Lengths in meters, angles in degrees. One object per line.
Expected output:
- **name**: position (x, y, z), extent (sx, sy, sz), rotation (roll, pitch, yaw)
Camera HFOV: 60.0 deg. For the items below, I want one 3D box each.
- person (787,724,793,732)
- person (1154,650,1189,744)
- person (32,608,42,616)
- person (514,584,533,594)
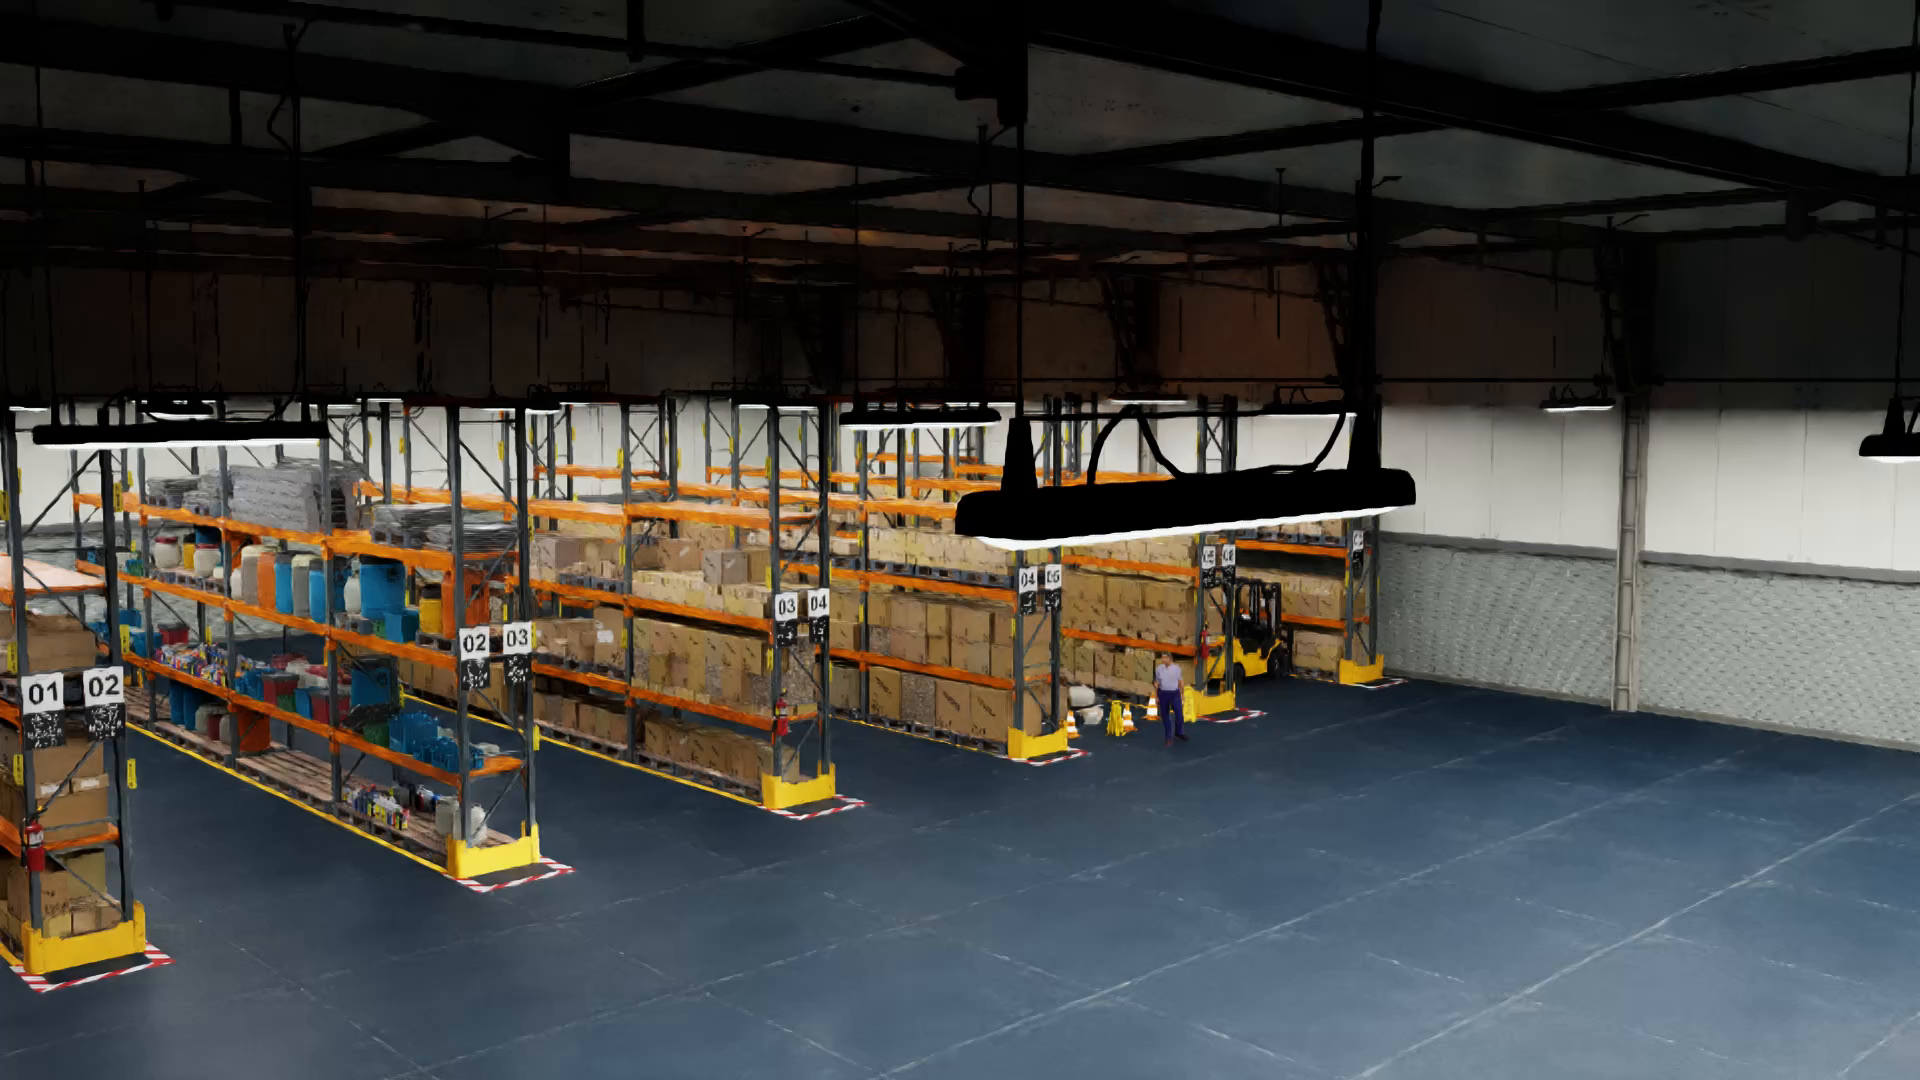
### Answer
- **person**: position (-3.120, 2.698, 29.740), extent (0.519, 1.541, 0.566), rotation (5, 8, 43)
- **person**: position (3.680, 2.733, 28.889), extent (0.611, 1.619, 0.422), rotation (1, 6, 10)
- **person**: position (-18.675, 2.215, 33.754), extent (0.594, 1.736, 0.988), rotation (-2, 6, -23)
- **person**: position (-10.650, 1.562, 40.442), extent (0.636, 1.711, 0.451), rotation (1, 6, 10)
